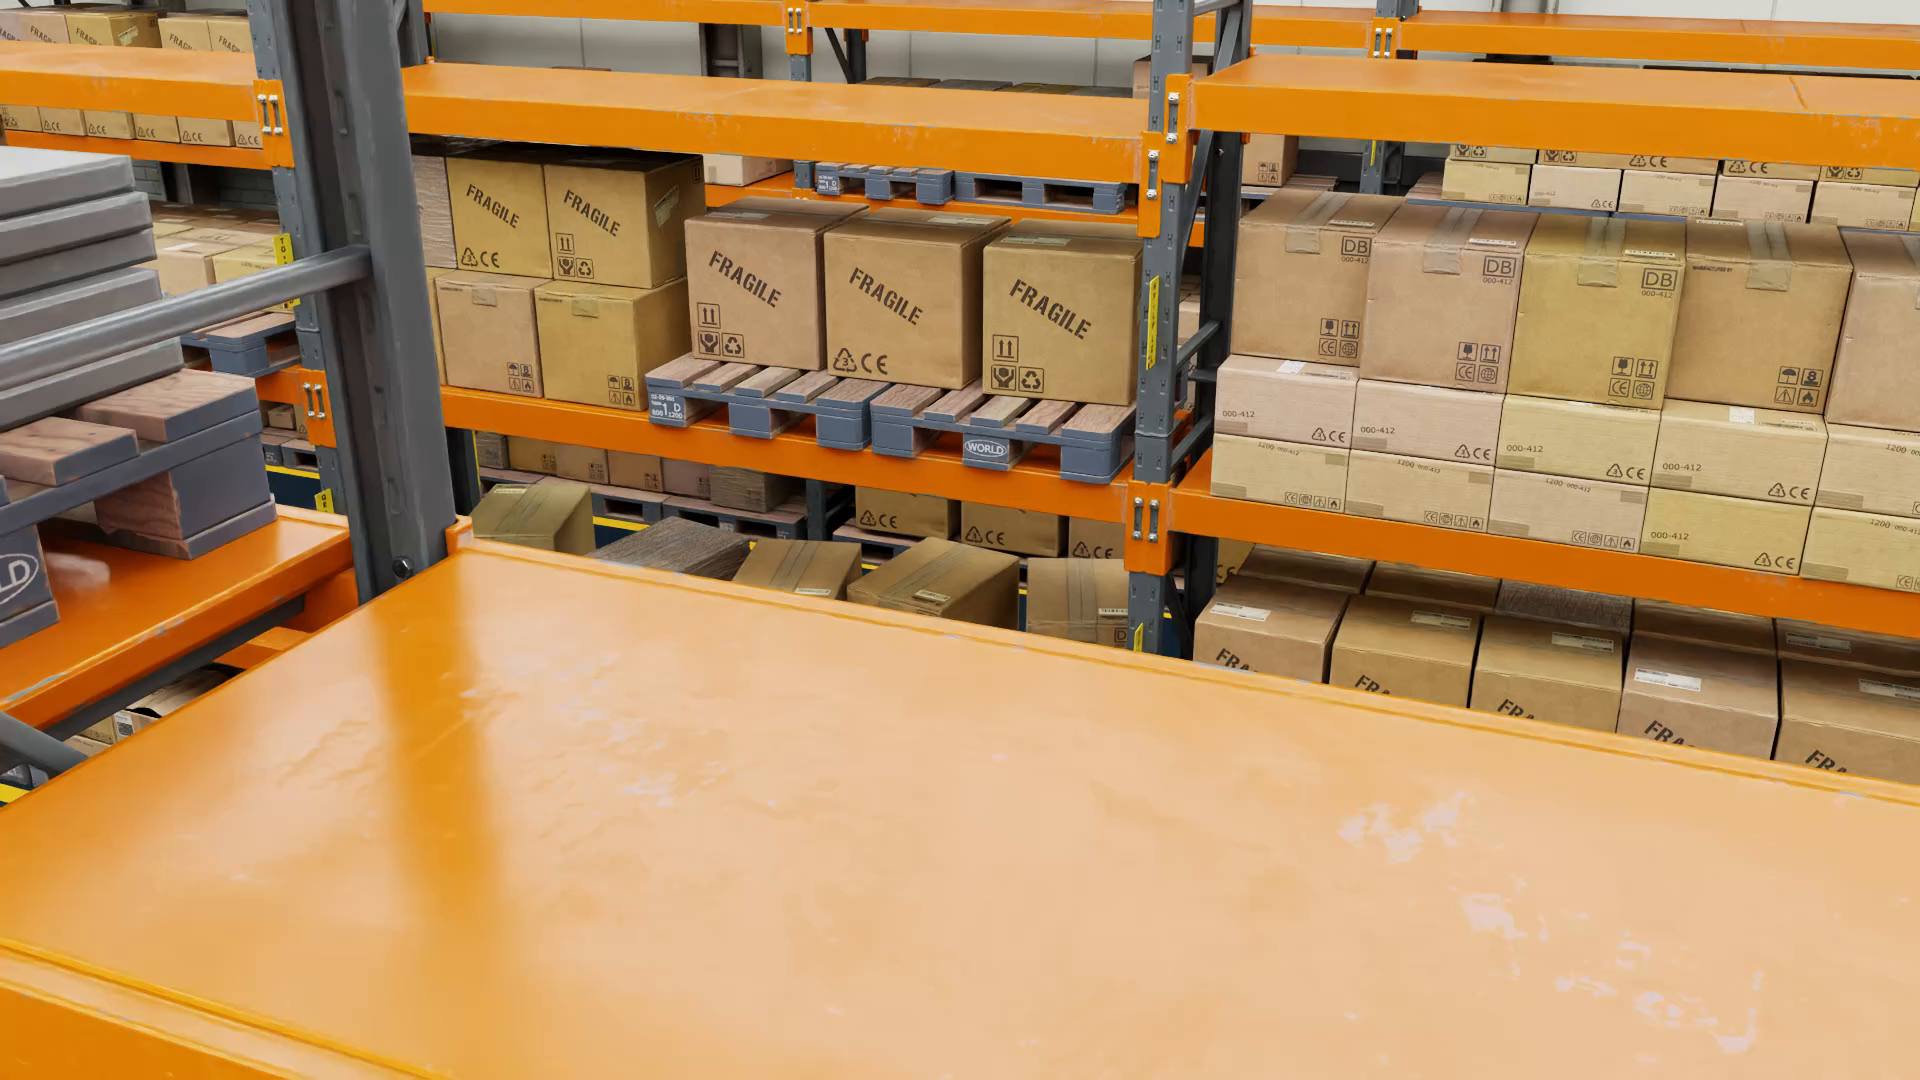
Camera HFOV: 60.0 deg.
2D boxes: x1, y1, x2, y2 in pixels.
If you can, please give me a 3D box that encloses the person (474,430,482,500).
[{"bbox_3d":[-3.988,-0.839,12.946,0.370,1.772,0.564,10,24,23],"label":"person"}]
